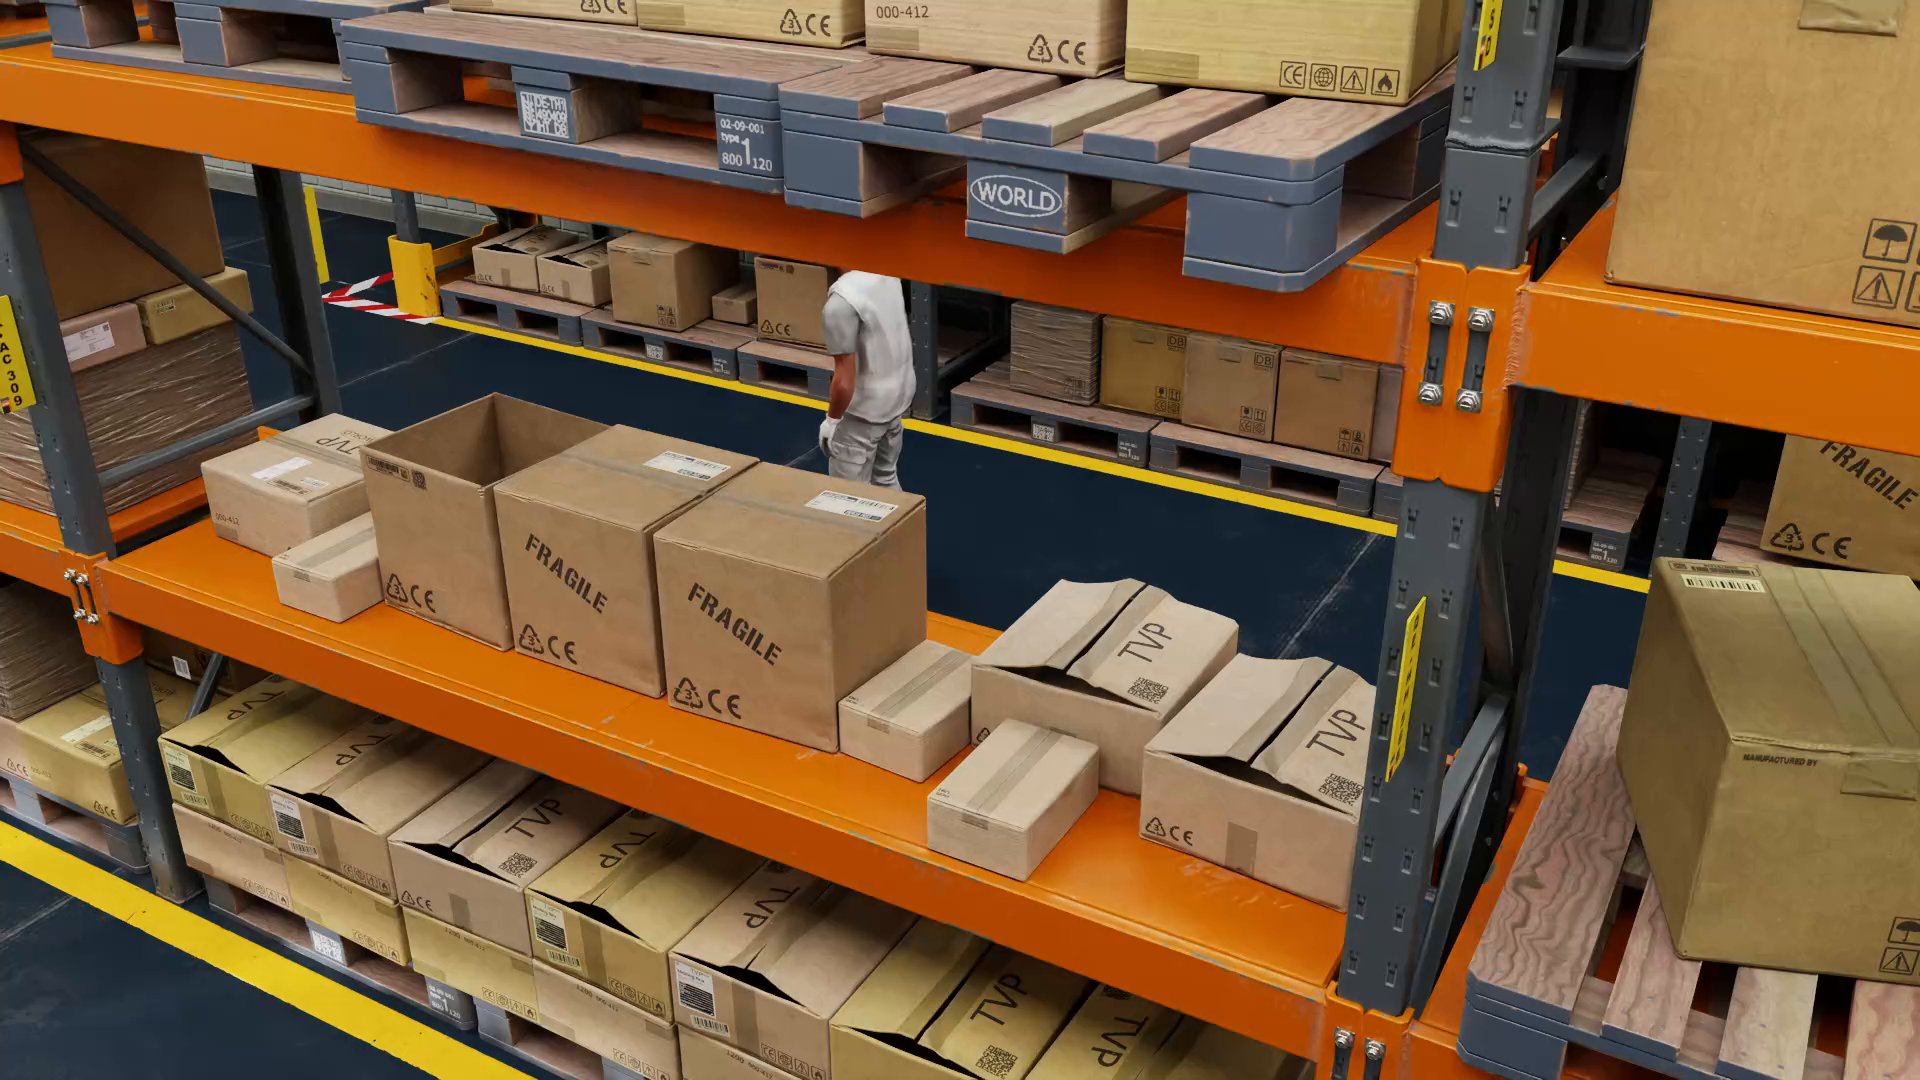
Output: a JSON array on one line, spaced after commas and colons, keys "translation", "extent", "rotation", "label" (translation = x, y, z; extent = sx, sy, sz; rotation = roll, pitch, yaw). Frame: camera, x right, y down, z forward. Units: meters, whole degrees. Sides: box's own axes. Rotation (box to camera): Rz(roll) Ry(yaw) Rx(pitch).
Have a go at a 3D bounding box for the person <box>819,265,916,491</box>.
[{"translation": [-0.435, -0.591, 7.295], "extent": [0.453, 1.778, 0.617], "rotation": [12, 29, 23], "label": "person"}]
